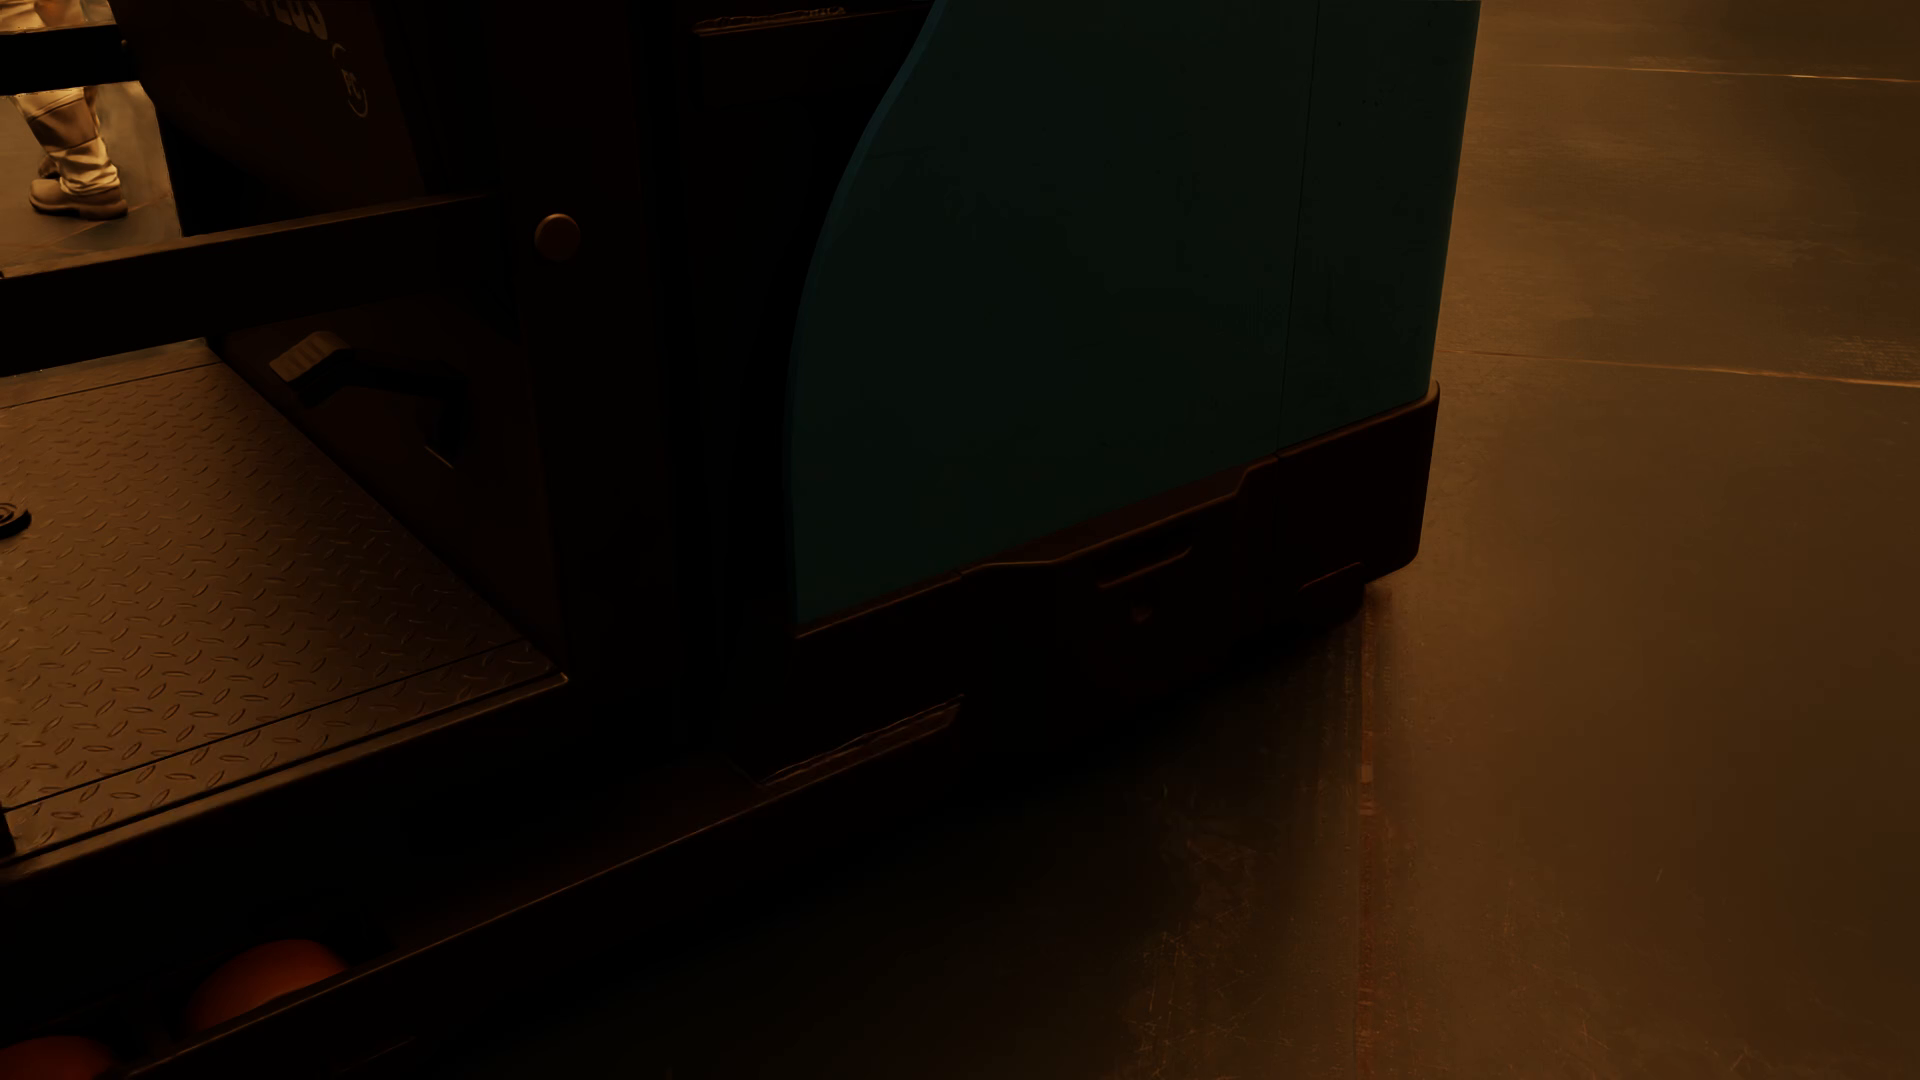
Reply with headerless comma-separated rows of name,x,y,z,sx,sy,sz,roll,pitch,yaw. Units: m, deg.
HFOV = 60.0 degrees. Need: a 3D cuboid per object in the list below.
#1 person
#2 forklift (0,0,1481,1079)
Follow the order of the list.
person,-2.278,-1.660,3.883,0.650,1.795,1.022,16,31,28
forklift,-0.832,-1.001,1.230,3.031,2.935,1.130,-19,33,-33
